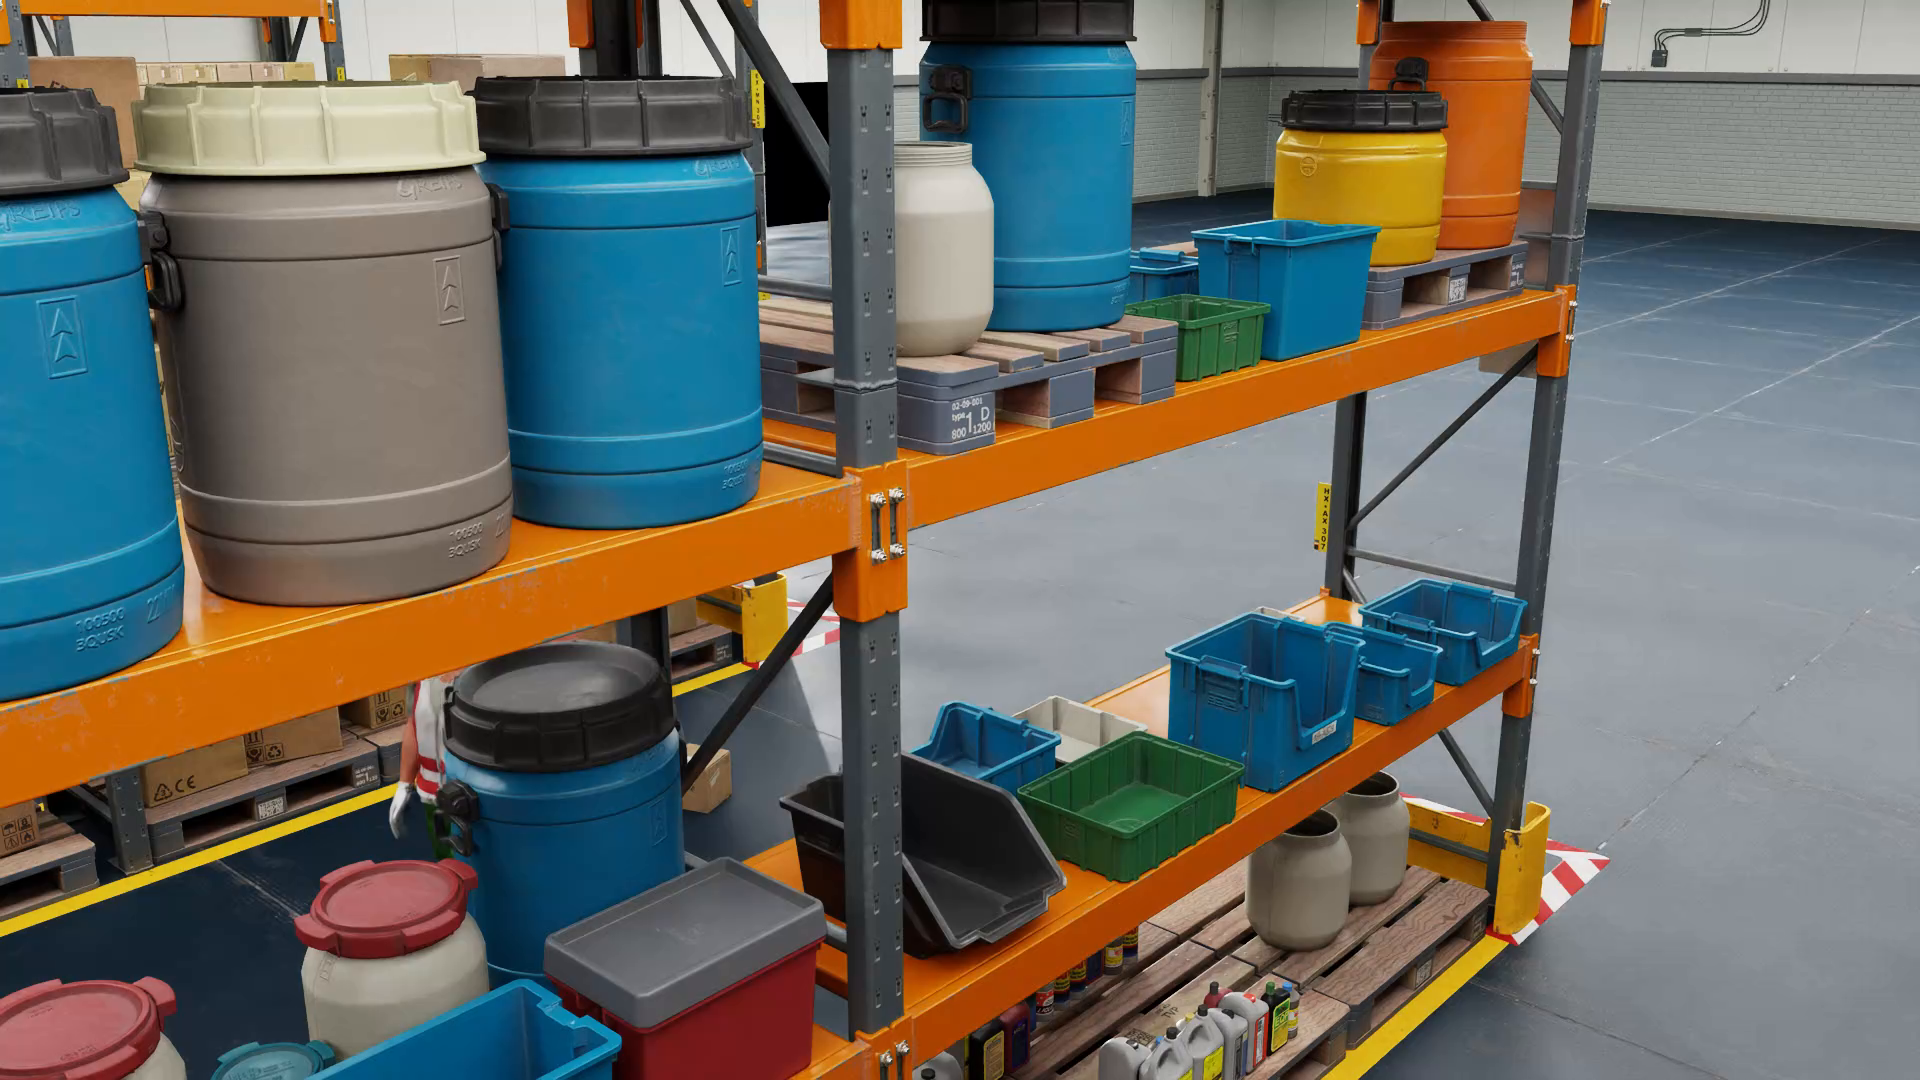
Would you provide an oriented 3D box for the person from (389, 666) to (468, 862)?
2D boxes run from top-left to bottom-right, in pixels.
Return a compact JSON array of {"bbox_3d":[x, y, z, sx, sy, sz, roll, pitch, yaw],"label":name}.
[{"bbox_3d":[-1.938,1.054,6.497,0.589,1.841,0.505,8,19,25],"label":"person"}]
